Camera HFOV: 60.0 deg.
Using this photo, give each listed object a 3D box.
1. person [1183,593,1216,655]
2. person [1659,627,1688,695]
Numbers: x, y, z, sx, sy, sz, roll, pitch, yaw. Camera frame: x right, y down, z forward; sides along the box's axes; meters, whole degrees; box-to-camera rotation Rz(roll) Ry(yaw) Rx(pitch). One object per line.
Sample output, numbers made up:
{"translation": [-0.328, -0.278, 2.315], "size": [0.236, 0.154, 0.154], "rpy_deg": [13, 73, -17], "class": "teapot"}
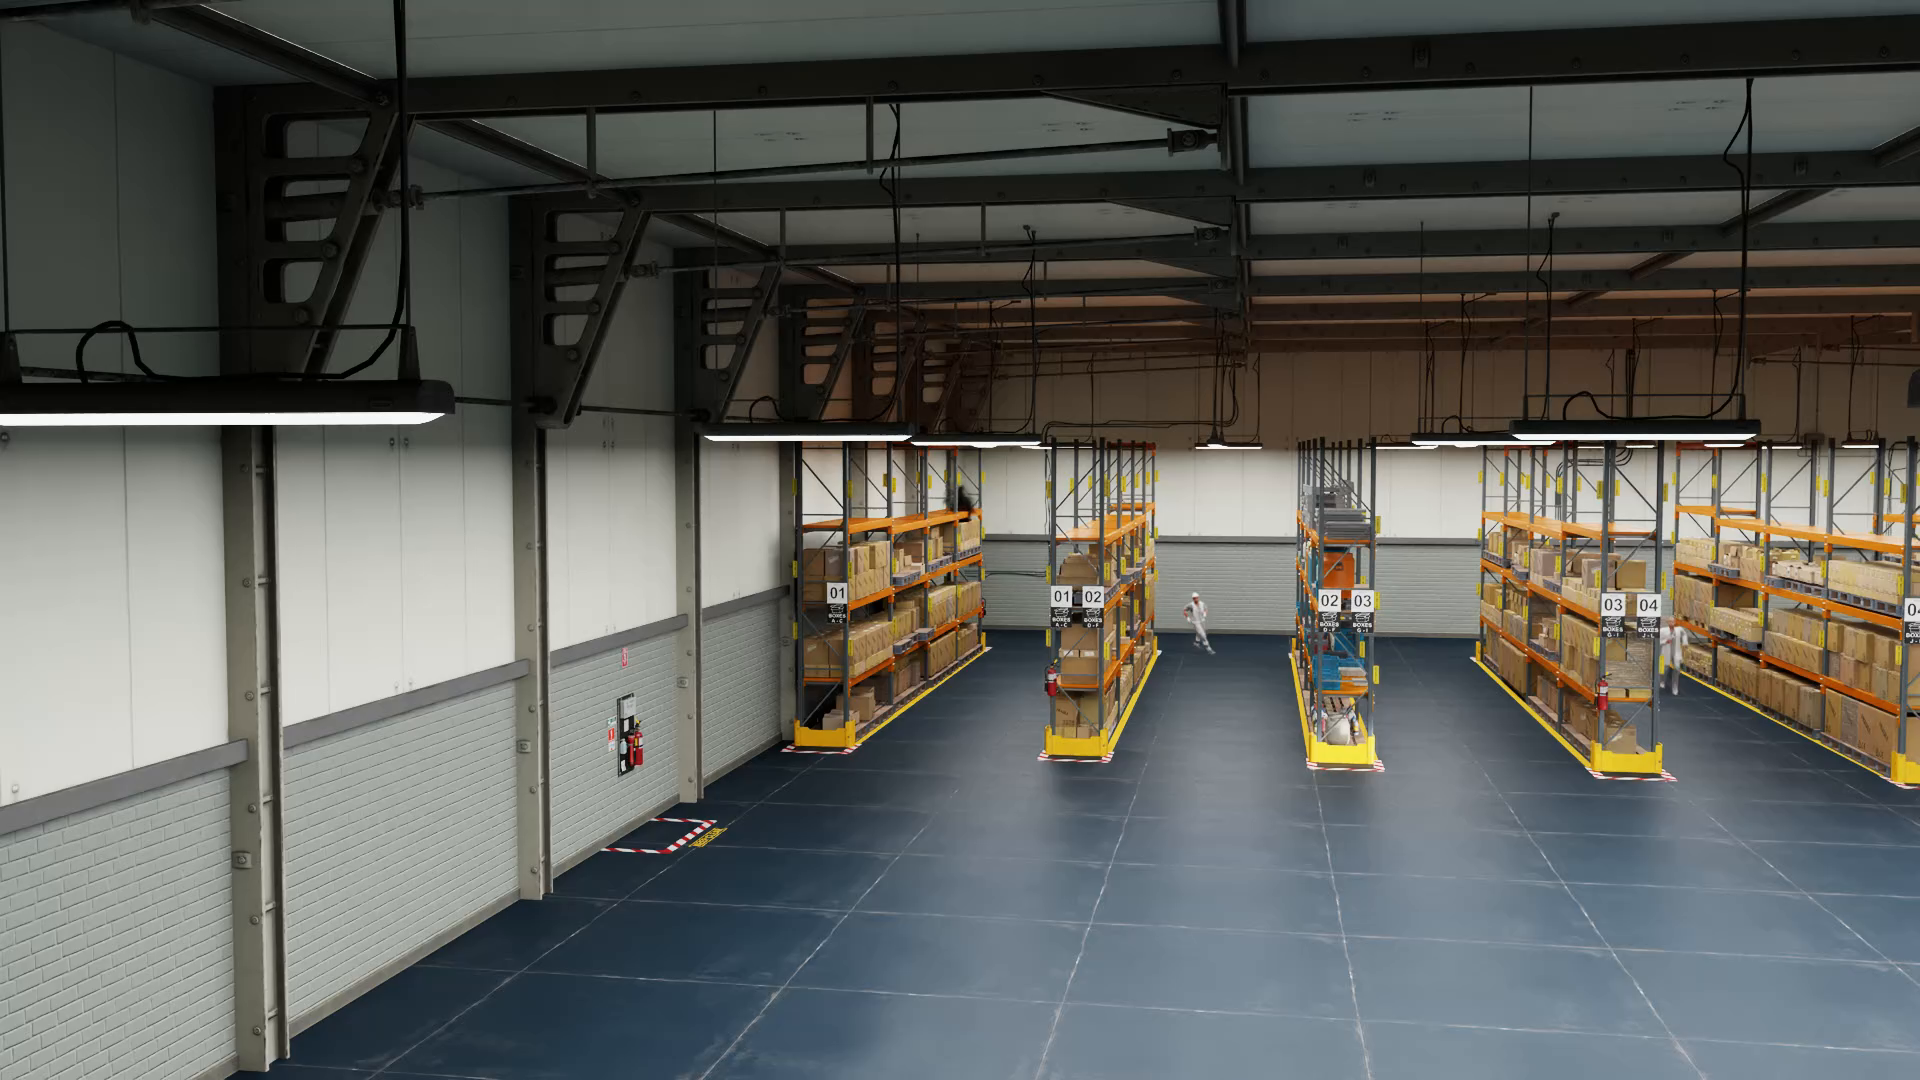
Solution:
{"translation": [6.757, 2.351, 47.178], "size": [0.738, 1.732, 1.026], "rpy_deg": [-2, 3, -26], "class": "person"}
{"translation": [16.961, 2.841, 39.664], "size": [0.731, 1.636, 0.916], "rpy_deg": [1, 3, 16], "class": "person"}
